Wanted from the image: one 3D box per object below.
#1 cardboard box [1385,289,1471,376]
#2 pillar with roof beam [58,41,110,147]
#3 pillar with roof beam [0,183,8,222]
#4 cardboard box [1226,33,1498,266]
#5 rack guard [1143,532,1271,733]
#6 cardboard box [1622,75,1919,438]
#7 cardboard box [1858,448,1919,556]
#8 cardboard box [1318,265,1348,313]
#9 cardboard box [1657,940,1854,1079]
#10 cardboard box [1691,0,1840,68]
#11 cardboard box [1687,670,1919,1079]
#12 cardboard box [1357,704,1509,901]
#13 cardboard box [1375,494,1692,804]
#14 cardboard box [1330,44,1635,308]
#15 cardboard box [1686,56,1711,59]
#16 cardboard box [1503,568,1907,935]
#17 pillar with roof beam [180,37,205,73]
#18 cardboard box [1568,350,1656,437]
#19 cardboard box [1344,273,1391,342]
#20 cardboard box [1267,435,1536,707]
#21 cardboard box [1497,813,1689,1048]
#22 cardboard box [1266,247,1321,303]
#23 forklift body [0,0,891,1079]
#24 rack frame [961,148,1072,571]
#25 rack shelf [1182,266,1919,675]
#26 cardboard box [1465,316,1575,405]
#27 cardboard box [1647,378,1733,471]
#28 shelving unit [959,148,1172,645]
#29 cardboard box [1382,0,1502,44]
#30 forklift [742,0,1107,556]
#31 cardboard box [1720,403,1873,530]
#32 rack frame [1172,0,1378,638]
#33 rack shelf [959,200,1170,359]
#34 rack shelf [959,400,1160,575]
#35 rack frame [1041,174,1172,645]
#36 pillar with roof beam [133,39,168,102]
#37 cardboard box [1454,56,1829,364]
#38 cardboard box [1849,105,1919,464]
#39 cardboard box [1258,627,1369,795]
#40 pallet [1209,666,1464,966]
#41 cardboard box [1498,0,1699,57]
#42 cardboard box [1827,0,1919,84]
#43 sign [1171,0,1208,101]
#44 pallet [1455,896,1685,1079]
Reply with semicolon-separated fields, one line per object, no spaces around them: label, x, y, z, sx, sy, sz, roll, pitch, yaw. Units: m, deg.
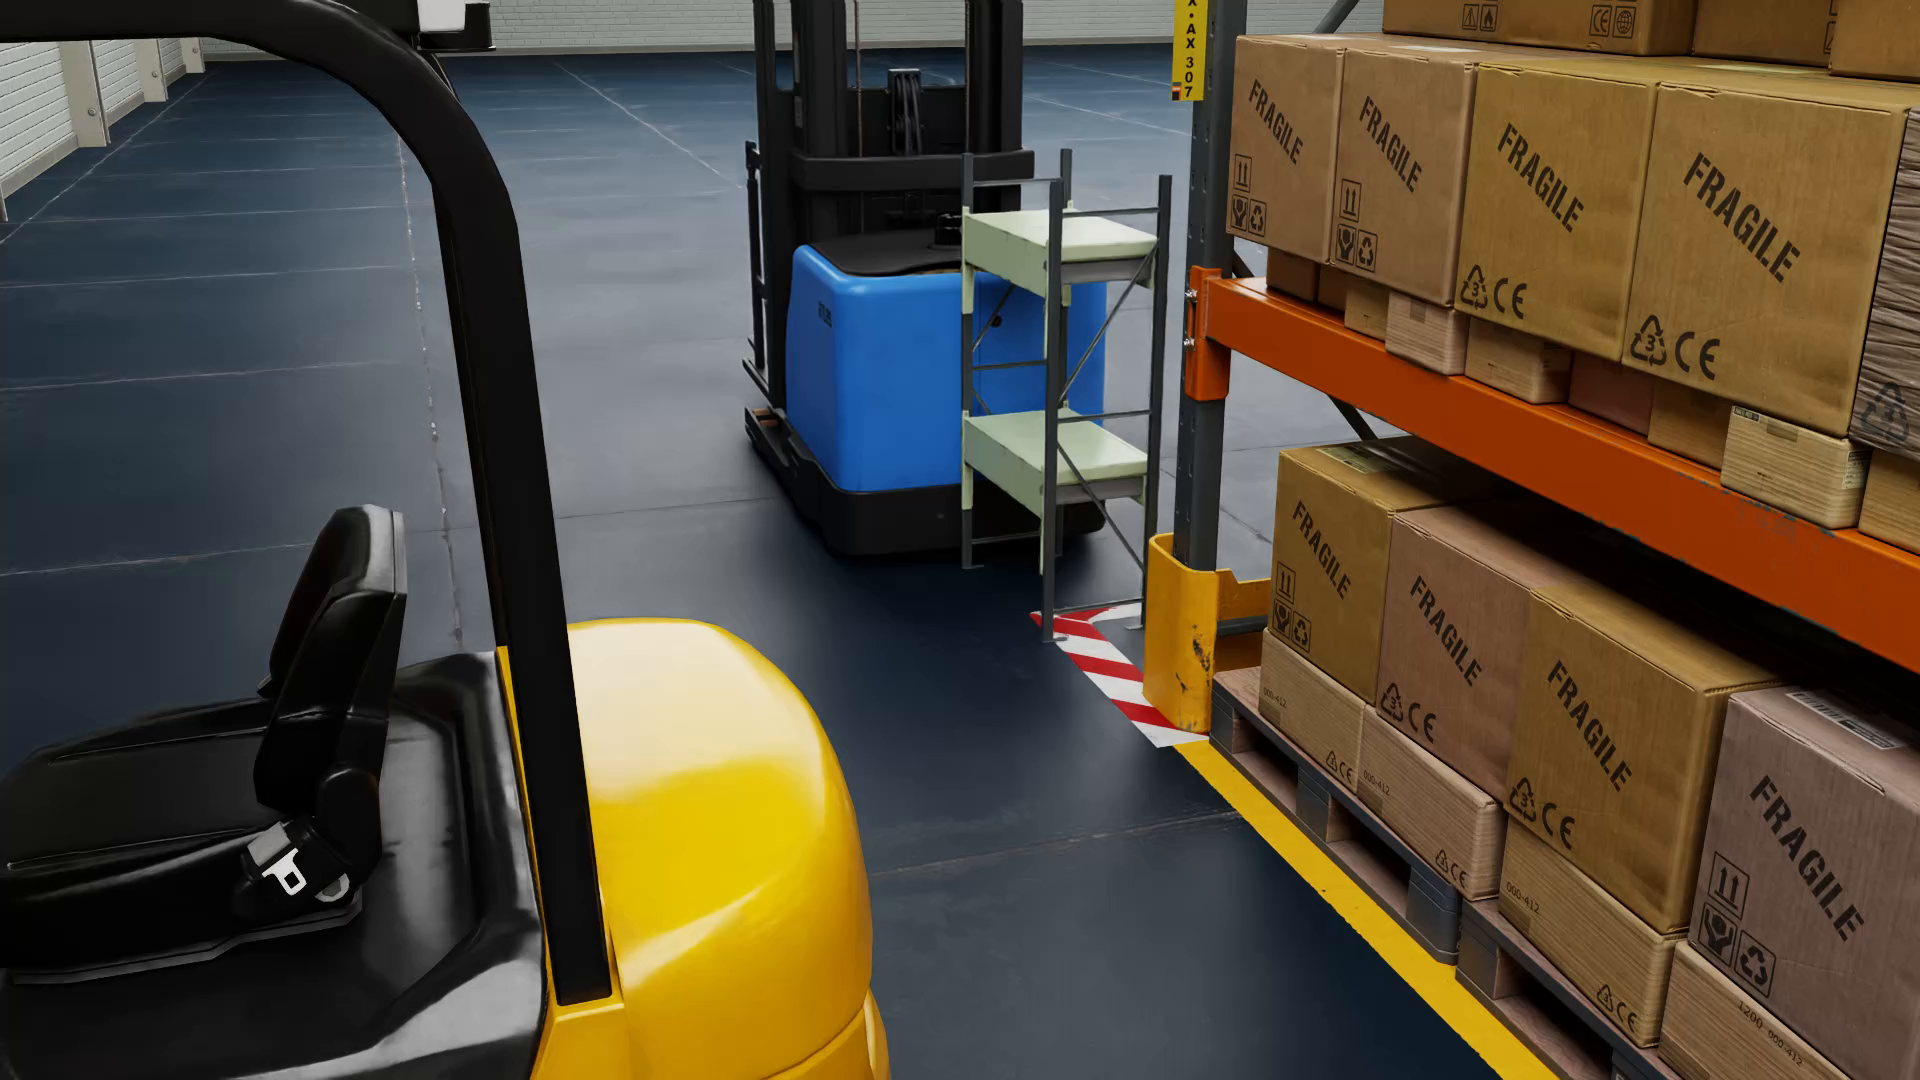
cardboard box;1.174;-0.475;3.673;0.380;0.149;0.250;-6;21;-16
pillar with roof beam;-5.790;-9.193;18.699;9.100;9.000;0.400;-6;21;-17
pillar with roof beam;-3.904;-7.268;13.338;9.100;9.000;0.400;-6;21;-17
cardboard box;1.014;-0.989;4.146;0.500;0.500;0.500;-7;21;-18
rack guard;1.152;0.217;5.073;1.175;0.500;0.348;-6;21;-17
cardboard box;1.509;-0.498;2.777;0.500;0.500;0.500;-7;21;-18
cardboard box;1.621;-0.064;2.528;0.380;0.149;0.250;-7;21;-18
cardboard box;1.132;-0.655;4.174;0.380;0.149;0.250;-6;21;-16
cardboard box;1.612;0.902;2.915;0.500;0.250;0.500;-6;21;-16
cardboard box;1.906;-1.185;3.210;0.700;0.500;0.500;-7;21;-18
cardboard box;1.622;0.555;2.770;0.500;0.500;0.500;-5;20;-14
cardboard box;1.273;0.566;3.851;0.500;0.250;0.500;-6;21;-15
cardboard box;1.296;0.223;3.696;0.500;0.500;0.500;-7;21;-19
cardboard box;1.180;-0.823;3.684;0.500;0.500;0.500;-6;21;-16
cardboard box;1.713;-0.865;3.799;0.500;0.500;0.500;-6;21;-17
cardboard box;1.446;0.385;3.245;0.500;0.500;0.500;-6;21;-16
pillar with roof beam;-9.562;-13.044;29.420;9.100;9.000;0.400;-6;21;-17
cardboard box;1.427;-0.317;3.233;0.380;0.149;0.250;-6;21;-15
cardboard box;1.138;-0.561;3.913;0.380;0.149;0.250;-7;21;-19
cardboard box;1.127;0.056;4.161;0.500;0.500;0.500;-7;21;-19
cardboard box;1.456;0.739;3.367;0.500;0.250;0.500;-5;20;-14
cardboard box;1.039;-0.735;4.396;0.380;0.149;0.250;-6;21;-17
forklift body;-1.255;0.359;2.235;2.313;2.155;1.214;-6;21;-17
rack frame;0.195;-0.620;5.924;0.400;1.500;0.023;-7;21;-20
rack shelf;1.757;-0.003;3.053;1.077;0.370;4.000;-6;21;-17
cardboard box;1.287;-0.395;3.452;0.380;0.149;0.250;-6;21;-16
cardboard box;1.482;-0.229;2.989;0.380;0.149;0.250;-7;21;-19
shelving unit;0.326;-0.505;5.602;0.431;1.500;0.755;-7;21;-20
cardboard box;1.496;-1.501;4.090;0.700;0.500;0.500;-7;21;-19
forklift;-0.356;-1.786;7.053;1.130;2.935;3.031;-6;21;-15
cardboard box;1.505;-0.142;2.747;0.380;0.149;0.250;-6;21;-17
rack frame;1.128;-0.984;4.718;1.000;3.000;0.127;-6;21;-17
rack shelf;0.327;-0.872;5.471;0.431;0.370;0.720;-7;21;-20
rack shelf;0.326;-0.198;5.712;0.431;0.370;0.720;-7;21;-20
rack frame;0.458;-0.389;5.281;0.400;1.500;0.023;-7;21;-20
pillar with roof beam;-7.676;-11.119;24.059;9.100;9.000;0.400;-6;21;-17
cardboard box;1.341;-0.660;3.229;0.500;0.500;0.500;-7;21;-18
cardboard box;1.674;-0.334;2.321;0.500;0.500;0.500;-6;21;-16
cardboard box;1.119;0.401;4.309;0.500;0.250;0.500;-7;21;-18
pallet;1.374;0.617;4.385;1.003;0.211;1.213;-6;21;-17
cardboard box;1.648;-1.337;3.636;0.700;0.500;0.500;-6;21;-17
cardboard box;1.931;-1.010;2.724;0.700;0.500;0.500;-7;21;-18
sign;0.613;-1.333;4.411;0.100;0.325;0.005;-6;21;-17
pallet;1.754;1.008;3.297;1.003;0.211;1.213;-6;21;-17
